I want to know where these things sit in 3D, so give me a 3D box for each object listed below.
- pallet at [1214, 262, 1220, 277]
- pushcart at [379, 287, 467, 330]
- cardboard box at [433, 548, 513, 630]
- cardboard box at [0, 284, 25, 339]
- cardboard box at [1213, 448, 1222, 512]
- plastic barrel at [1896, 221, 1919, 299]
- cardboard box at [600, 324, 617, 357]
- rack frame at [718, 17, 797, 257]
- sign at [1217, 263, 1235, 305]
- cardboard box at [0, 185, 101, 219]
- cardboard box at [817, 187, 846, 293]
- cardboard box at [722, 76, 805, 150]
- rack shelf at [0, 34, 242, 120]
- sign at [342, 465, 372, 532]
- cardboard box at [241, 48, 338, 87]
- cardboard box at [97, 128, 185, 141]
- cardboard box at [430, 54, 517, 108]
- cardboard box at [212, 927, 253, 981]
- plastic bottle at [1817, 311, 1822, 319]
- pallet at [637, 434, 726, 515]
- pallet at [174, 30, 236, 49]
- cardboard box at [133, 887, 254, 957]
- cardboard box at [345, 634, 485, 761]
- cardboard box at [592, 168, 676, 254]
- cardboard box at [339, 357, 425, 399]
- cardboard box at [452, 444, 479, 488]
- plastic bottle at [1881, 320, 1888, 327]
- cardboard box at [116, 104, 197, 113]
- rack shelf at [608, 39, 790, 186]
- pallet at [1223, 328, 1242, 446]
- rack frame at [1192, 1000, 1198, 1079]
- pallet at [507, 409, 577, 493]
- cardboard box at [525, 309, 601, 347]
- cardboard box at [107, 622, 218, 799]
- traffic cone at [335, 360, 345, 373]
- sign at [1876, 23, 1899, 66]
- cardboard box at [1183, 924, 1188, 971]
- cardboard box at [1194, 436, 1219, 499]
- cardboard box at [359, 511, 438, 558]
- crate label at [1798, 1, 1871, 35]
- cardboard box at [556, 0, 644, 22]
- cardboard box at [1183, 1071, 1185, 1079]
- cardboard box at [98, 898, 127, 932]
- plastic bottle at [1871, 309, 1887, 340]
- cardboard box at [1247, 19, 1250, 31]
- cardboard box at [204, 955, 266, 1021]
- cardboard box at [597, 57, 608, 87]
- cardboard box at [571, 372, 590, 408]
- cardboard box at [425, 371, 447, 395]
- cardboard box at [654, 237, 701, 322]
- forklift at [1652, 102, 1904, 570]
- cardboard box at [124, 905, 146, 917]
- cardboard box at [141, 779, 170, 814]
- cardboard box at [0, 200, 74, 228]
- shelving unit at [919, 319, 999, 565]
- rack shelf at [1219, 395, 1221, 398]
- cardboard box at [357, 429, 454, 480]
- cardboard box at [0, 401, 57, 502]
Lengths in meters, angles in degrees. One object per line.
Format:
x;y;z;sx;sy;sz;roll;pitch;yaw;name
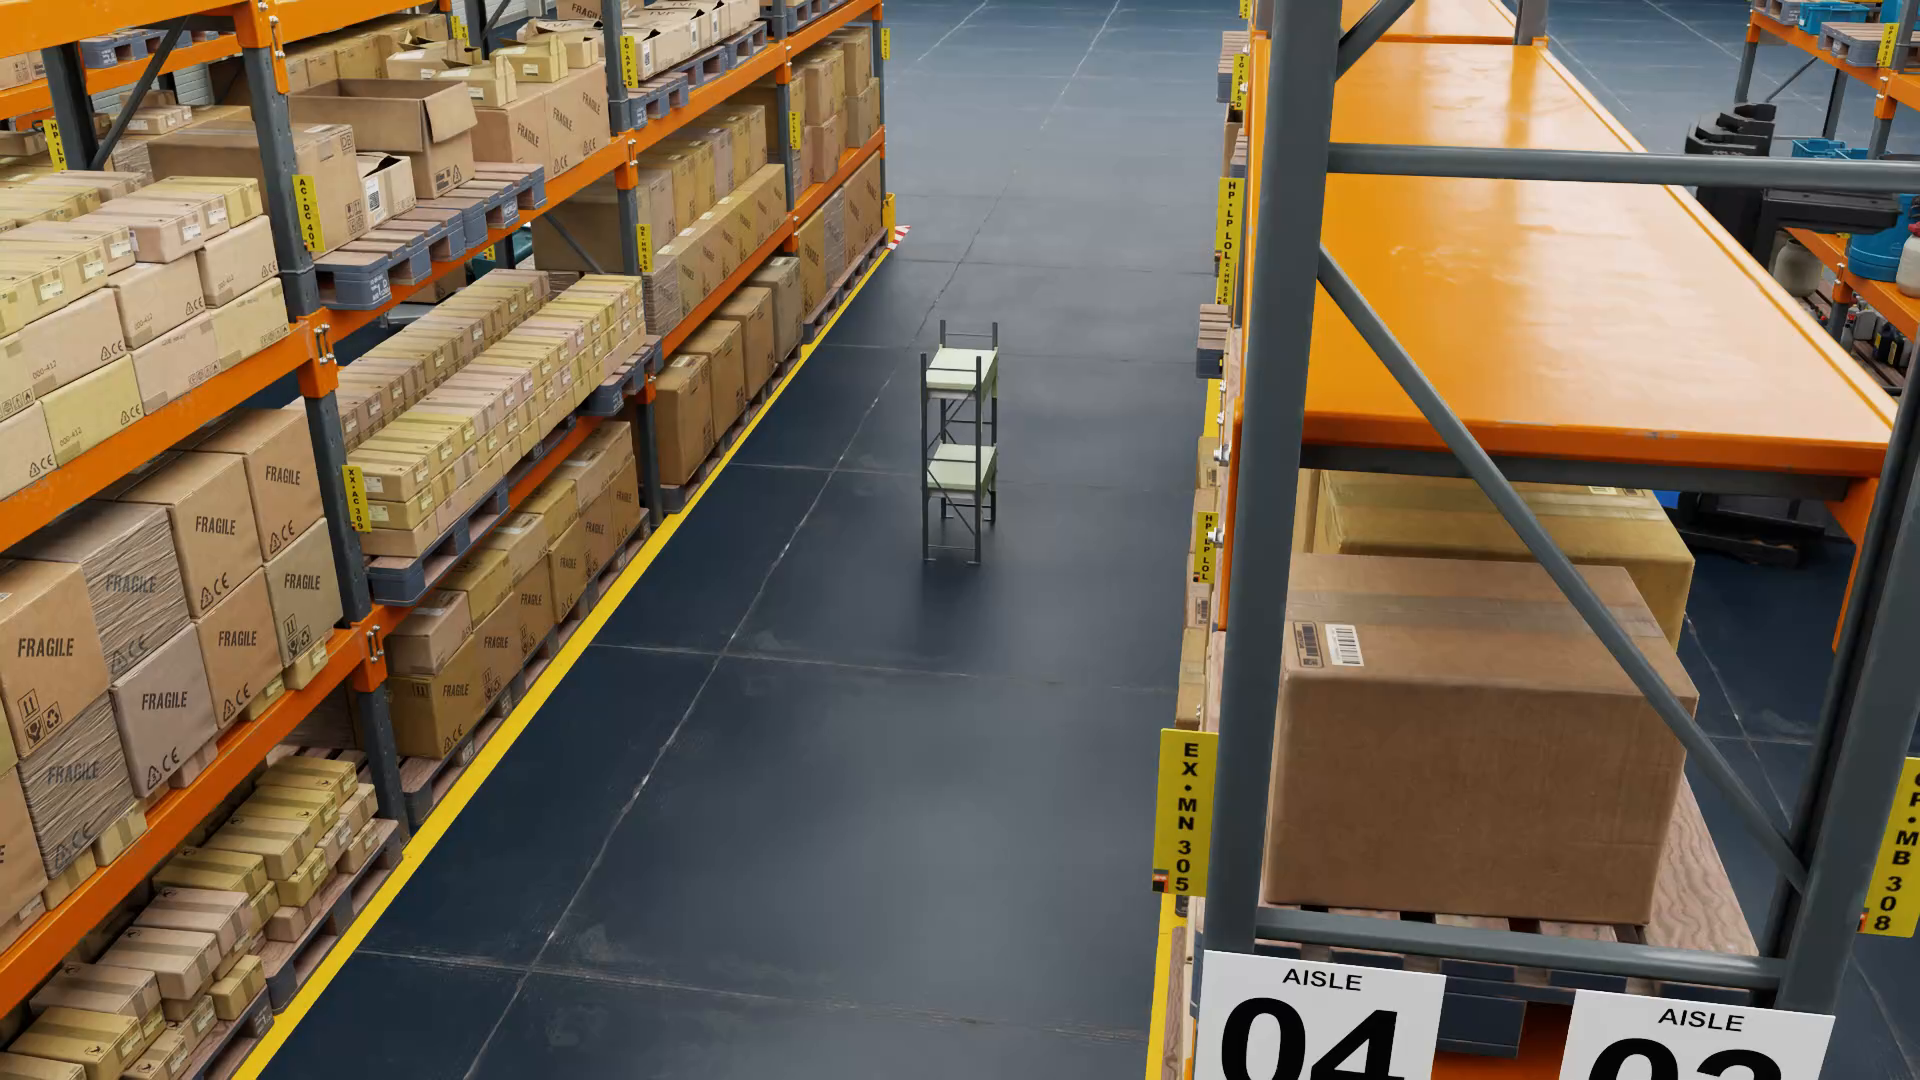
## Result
2.605;-2.395;13.599;1.003;0.211;1.213;4;25;9;pallet
-4.646;-2.153;15.950;1.648;0.377;0.936;-5;25;-10;pushcart
-2.845;0.257;9.275;0.500;0.250;0.500;5;25;10;cardboard box
-3.300;-0.729;5.393;0.380;0.149;0.250;4;25;8;cardboard box
1.539;-0.131;8.418;0.500;0.500;0.500;4;25;8;cardboard box
7.387;-2.125;12.636;0.433;0.535;0.433;0;25;0;plastic barrel
-2.371;-1.256;10.388;0.380;0.149;0.250;5;25;10;cardboard box
-2.004;-3.177;15.044;1.000;3.000;0.127;4;25;9;rack frame
1.682;-1.641;10.489;0.100;0.325;0.005;4;25;9;sign
-3.675;-1.313;6.639;0.380;0.149;0.250;3;25;6;cardboard box
-1.688;-3.041;16.763;0.875;0.875;0.875;4;25;9;cardboard box
-1.910;-3.886;15.108;0.875;0.550;0.550;4;25;9;cardboard box
-7.231;-3.674;13.416;1.077;0.370;4.000;4;25;9;rack shelf
-2.775;-0.189;7.639;0.100;0.325;0.005;4;25;9;sign
-6.513;-4.492;16.205;0.700;0.500;0.500;4;25;9;cardboard box
-6.923;-3.216;14.163;0.500;0.500;0.500;5;26;10;cardboard box
-2.657;-2.528;9.099;0.396;0.266;0.258;4;25;9;cardboard box
-3.268;1.722;7.094;0.380;0.149;0.250;5;25;10;cardboard box
7.770;-1.926;15.055;0.061;0.283;0.133;4;25;9;plastic bottle
-2.454;-0.566;12.755;1.003;0.211;1.213;4;25;9;pallet
-7.110;-4.501;14.555;1.213;0.211;1.003;4;25;9;pallet
-3.221;1.604;6.995;0.380;0.149;0.250;3;25;6;cardboard box
-2.929;0.820;8.958;0.500;0.500;0.500;5;26;11;cardboard box
-2.493;-2.401;12.089;0.700;0.500;0.500;4;25;8;cardboard box
-3.224;-0.904;9.286;0.380;0.149;0.250;3;25;6;cardboard box
-2.711;-0.392;8.544;0.380;0.149;0.250;5;25;10;cardboard box
8.319;-1.864;14.937;0.097;0.271;0.097;0;25;0;plastic bottle
-7.263;-3.672;15.137;0.500;0.500;0.500;5;25;10;cardboard box
-2.331;-3.374;12.774;1.077;0.370;4.000;4;25;9;rack shelf
1.421;-0.423;5.725;1.003;0.211;1.213;4;25;9;pallet
0.912;2.227;3.498;1.000;3.000;0.127;4;25;9;rack frame
-2.941;-0.587;9.736;1.003;0.211;1.213;4;25;9;pallet
-2.411;-1.287;10.105;0.380;0.149;0.250;5;26;10;cardboard box
-3.280;0.635;6.430;0.500;0.500;0.500;4;25;8;cardboard box
-5.725;-1.714;14.909;0.336;0.463;0.334;4;25;9;traffic cone
7.218;-3.854;12.940;0.100;0.325;0.005;4;25;9;sign
0.936;1.421;5.517;0.380;0.149;0.250;3;25;7;cardboard box
2.086;-0.059;10.394;1.225;0.875;0.875;3;25;6;cardboard box
-2.793;-0.041;8.144;0.380;0.149;0.250;3;25;6;cardboard box
7.781;-4.653;14.833;0.502;0.251;0.408;4;25;9;crate label
-2.650;-3.890;12.298;0.500;0.500;0.500;4;25;9;cardboard box
0.732;1.599;3.782;0.500;0.500;0.500;4;25;9;cardboard box
-3.810;1.561;7.086;0.380;0.149;0.250;5;25;10;cardboard box
8.401;-2.014;15.163;0.144;0.351;0.185;4;25;8;plastic bottle
2.690;-4.291;14.062;0.500;0.250;0.500;5;26;10;cardboard box
-3.208;1.890;7.086;0.380;0.149;0.250;4;25;8;cardboard box
-2.445;-3.113;11.052;0.380;0.149;0.250;3;25;6;cardboard box
-2.455;-0.915;10.011;0.380;0.149;0.250;3;25;6;cardboard box
-3.184;-0.876;9.577;0.380;0.149;0.250;5;26;10;cardboard box
-2.238;-1.932;12.265;0.500;0.500;0.500;4;25;8;cardboard box
5.598;-1.383;11.291;3.031;2.935;1.130;11;27;22;forklift
-3.690;1.593;7.369;0.380;0.149;0.250;3;25;6;cardboard box
-3.340;0.965;6.490;0.380;0.149;0.250;4;25;8;cardboard box
-3.660;-1.204;6.407;0.380;0.149;0.250;4;25;8;cardboard box
0.001;-0.682;11.482;0.431;1.500;0.755;4;25;9;shelving unit
2.546;-1.629;12.585;1.077;0.370;4.000;4;25;9;rack shelf
-2.754;-0.427;8.268;0.380;0.149;0.250;5;25;10;cardboard box
-3.383;-0.271;5.473;0.500;0.250;0.500;4;25;8;cardboard box
